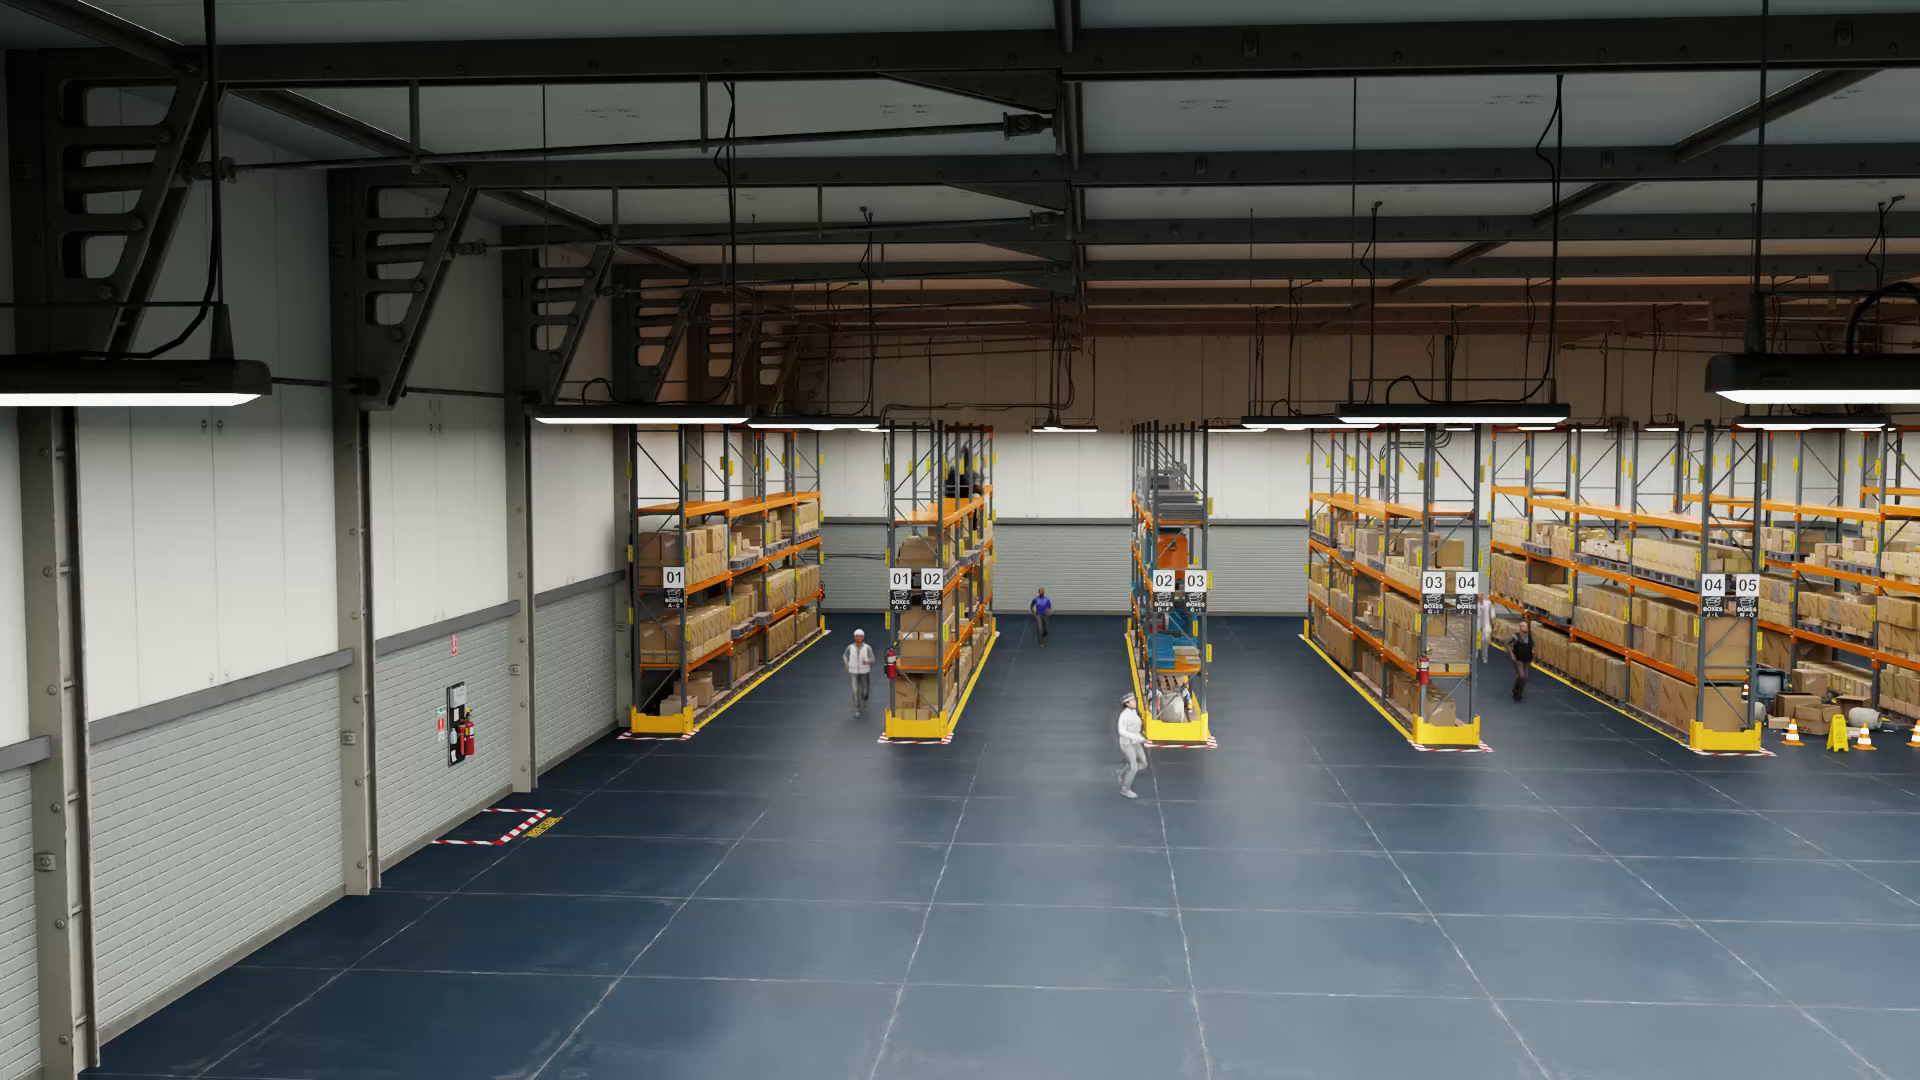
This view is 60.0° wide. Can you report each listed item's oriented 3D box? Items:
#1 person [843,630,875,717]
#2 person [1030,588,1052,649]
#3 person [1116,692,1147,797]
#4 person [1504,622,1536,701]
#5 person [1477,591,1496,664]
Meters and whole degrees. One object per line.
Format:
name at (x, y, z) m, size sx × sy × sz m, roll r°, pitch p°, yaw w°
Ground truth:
person at (-2.067, 2.700, 33.969) m, size 0.670 × 1.745 × 0.859 m, roll 0°, pitch 4°, yaw -2°
person at (2.177, 2.087, 44.701) m, size 0.584 × 1.612 × 0.739 m, roll 0°, pitch 4°, yaw -4°
person at (2.710, 3.232, 26.322) m, size 0.557 × 1.662 × 0.658 m, roll 2°, pitch 4°, yaw 30°
person at (12.088, 2.613, 35.715) m, size 0.634 × 1.709 × 0.688 m, roll -1°, pitch 4°, yaw -8°
person at (13.185, 2.192, 42.064) m, size 0.720 × 1.820 × 0.957 m, roll 1°, pitch 4°, yaw 9°
